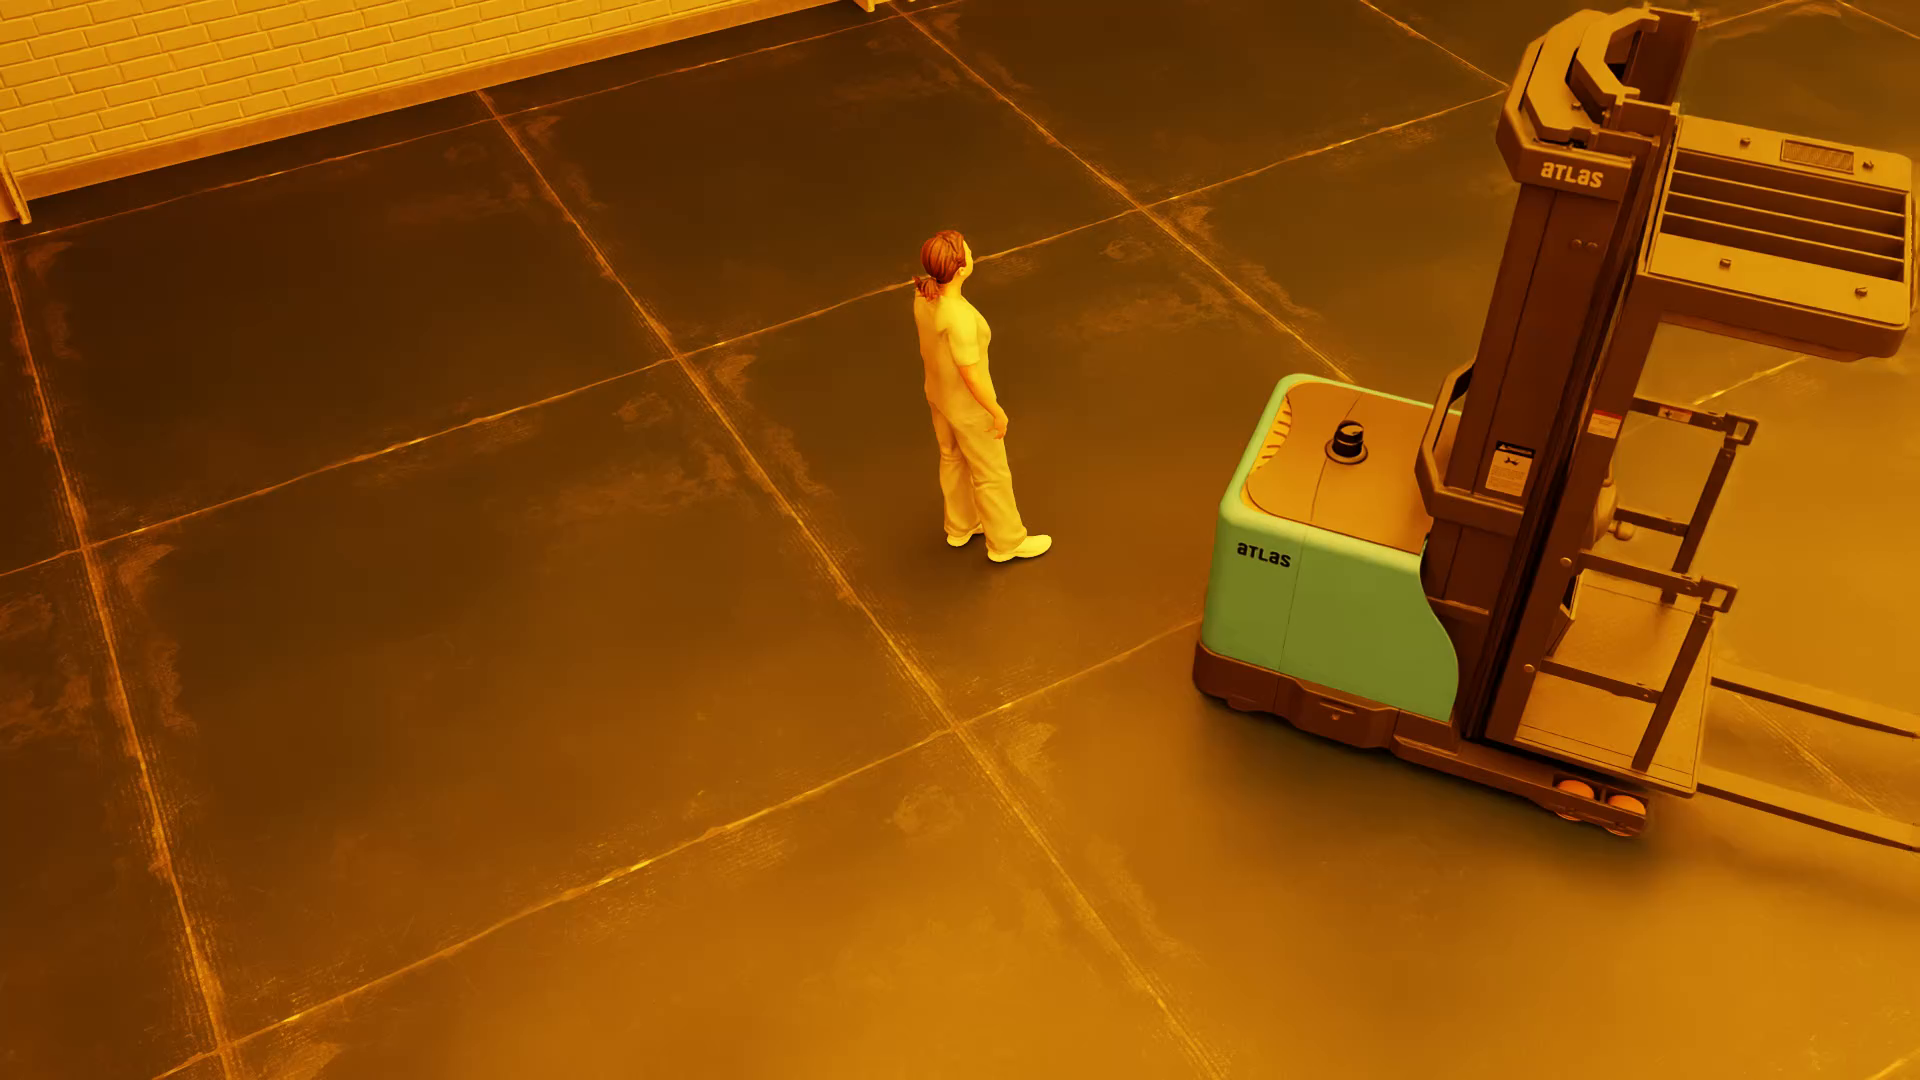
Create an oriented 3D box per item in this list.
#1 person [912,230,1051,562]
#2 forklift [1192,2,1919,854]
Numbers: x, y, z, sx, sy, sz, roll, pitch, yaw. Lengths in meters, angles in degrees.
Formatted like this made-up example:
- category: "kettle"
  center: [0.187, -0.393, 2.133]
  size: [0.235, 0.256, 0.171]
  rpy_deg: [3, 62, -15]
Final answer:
- category: "person"
  center: [0.071, -0.632, 7.301]
  size: [0.548, 1.661, 0.549]
  rpy_deg: [-21, 47, -21]
- category: "forklift"
  center: [2.559, -0.317, 6.039]
  size: [3.031, 2.935, 1.130]
  rpy_deg: [16, 45, 17]
